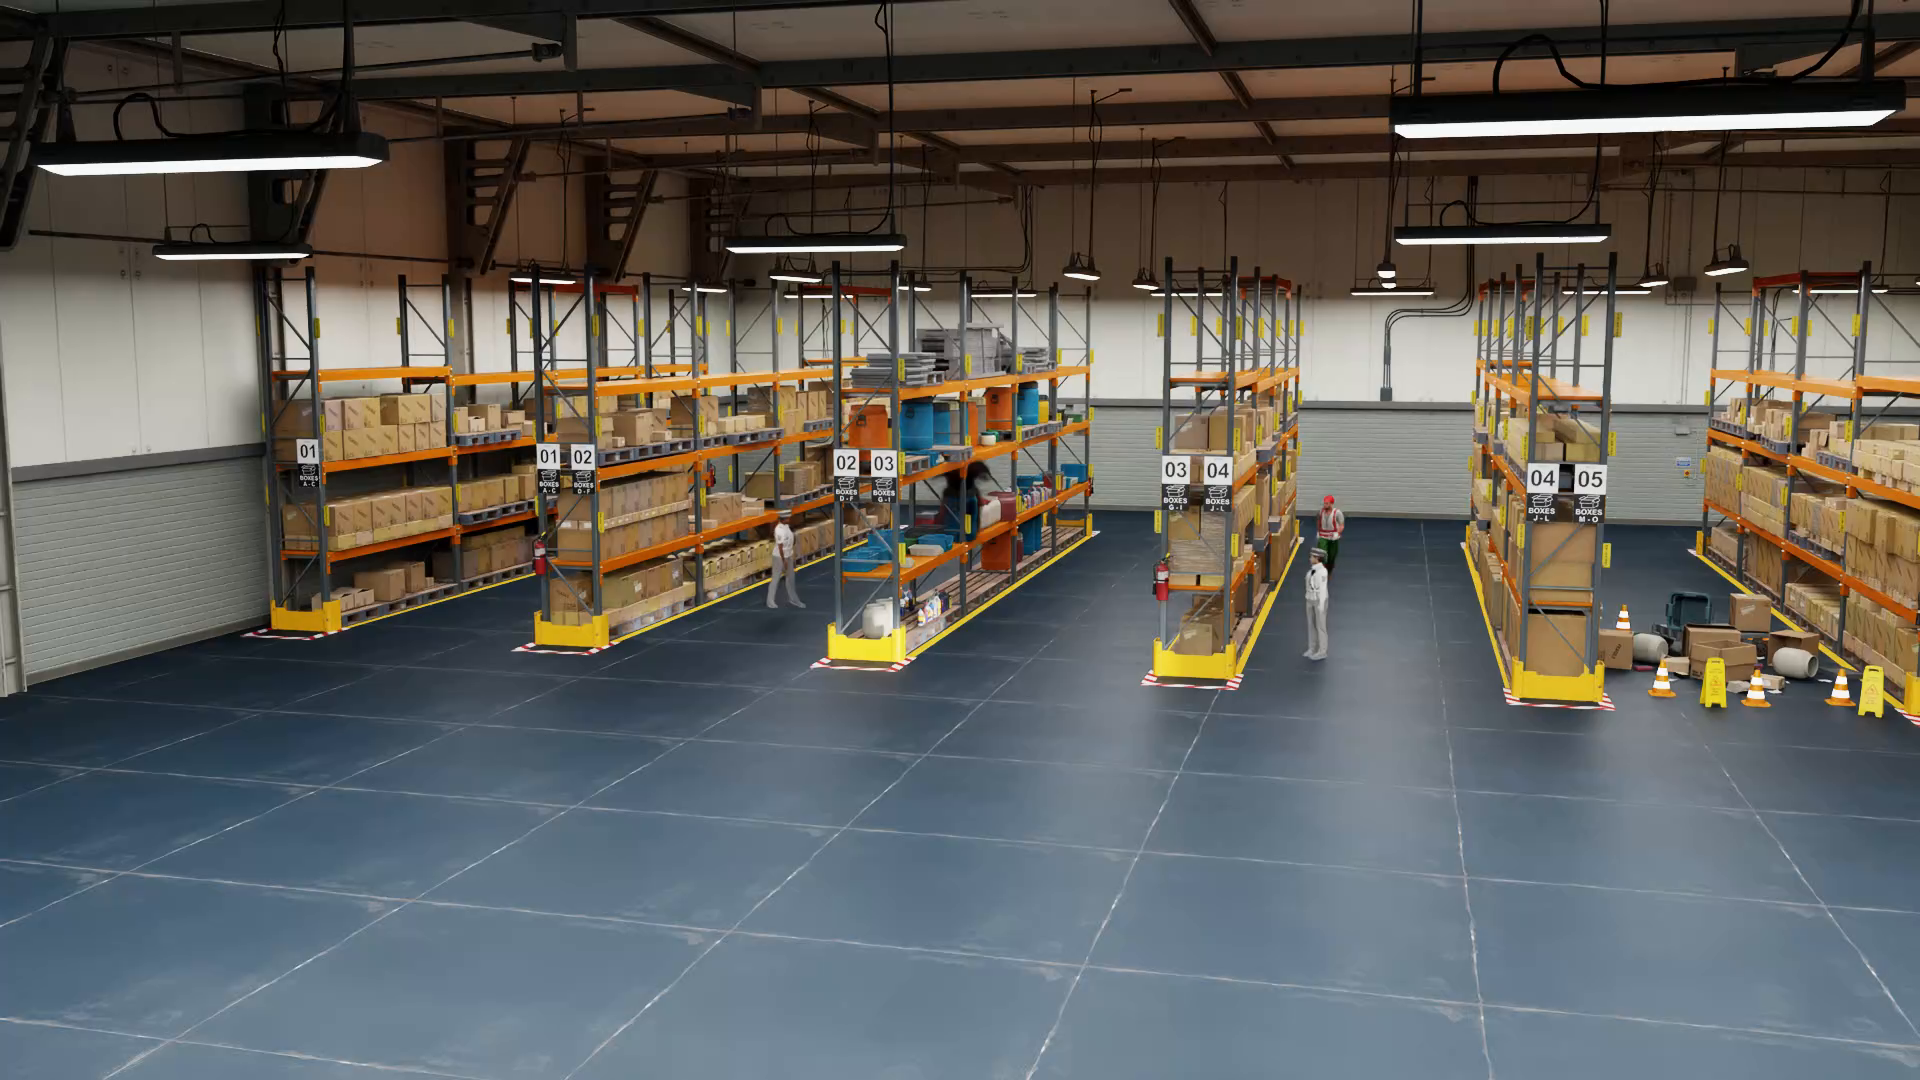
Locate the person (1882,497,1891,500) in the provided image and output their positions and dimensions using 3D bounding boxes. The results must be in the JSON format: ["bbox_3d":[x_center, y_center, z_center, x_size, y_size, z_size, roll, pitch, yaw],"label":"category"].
[{"bbox_3d":[19.360,-0.188,34.777,0.491,1.603,0.407,6,9,39],"label":"person"}]

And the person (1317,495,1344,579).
[{"bbox_3d":[7.320,0.007,32.892,0.534,1.807,0.877,2,7,14],"label":"person"}]

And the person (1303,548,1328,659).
[{"bbox_3d":[5.429,0.955,25.377,0.366,1.687,0.489,-4,8,-26],"label":"person"}]

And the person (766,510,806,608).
[{"bbox_3d":[-2.977,0.332,28.185,0.526,1.701,0.622,3,8,21],"label":"person"}]
